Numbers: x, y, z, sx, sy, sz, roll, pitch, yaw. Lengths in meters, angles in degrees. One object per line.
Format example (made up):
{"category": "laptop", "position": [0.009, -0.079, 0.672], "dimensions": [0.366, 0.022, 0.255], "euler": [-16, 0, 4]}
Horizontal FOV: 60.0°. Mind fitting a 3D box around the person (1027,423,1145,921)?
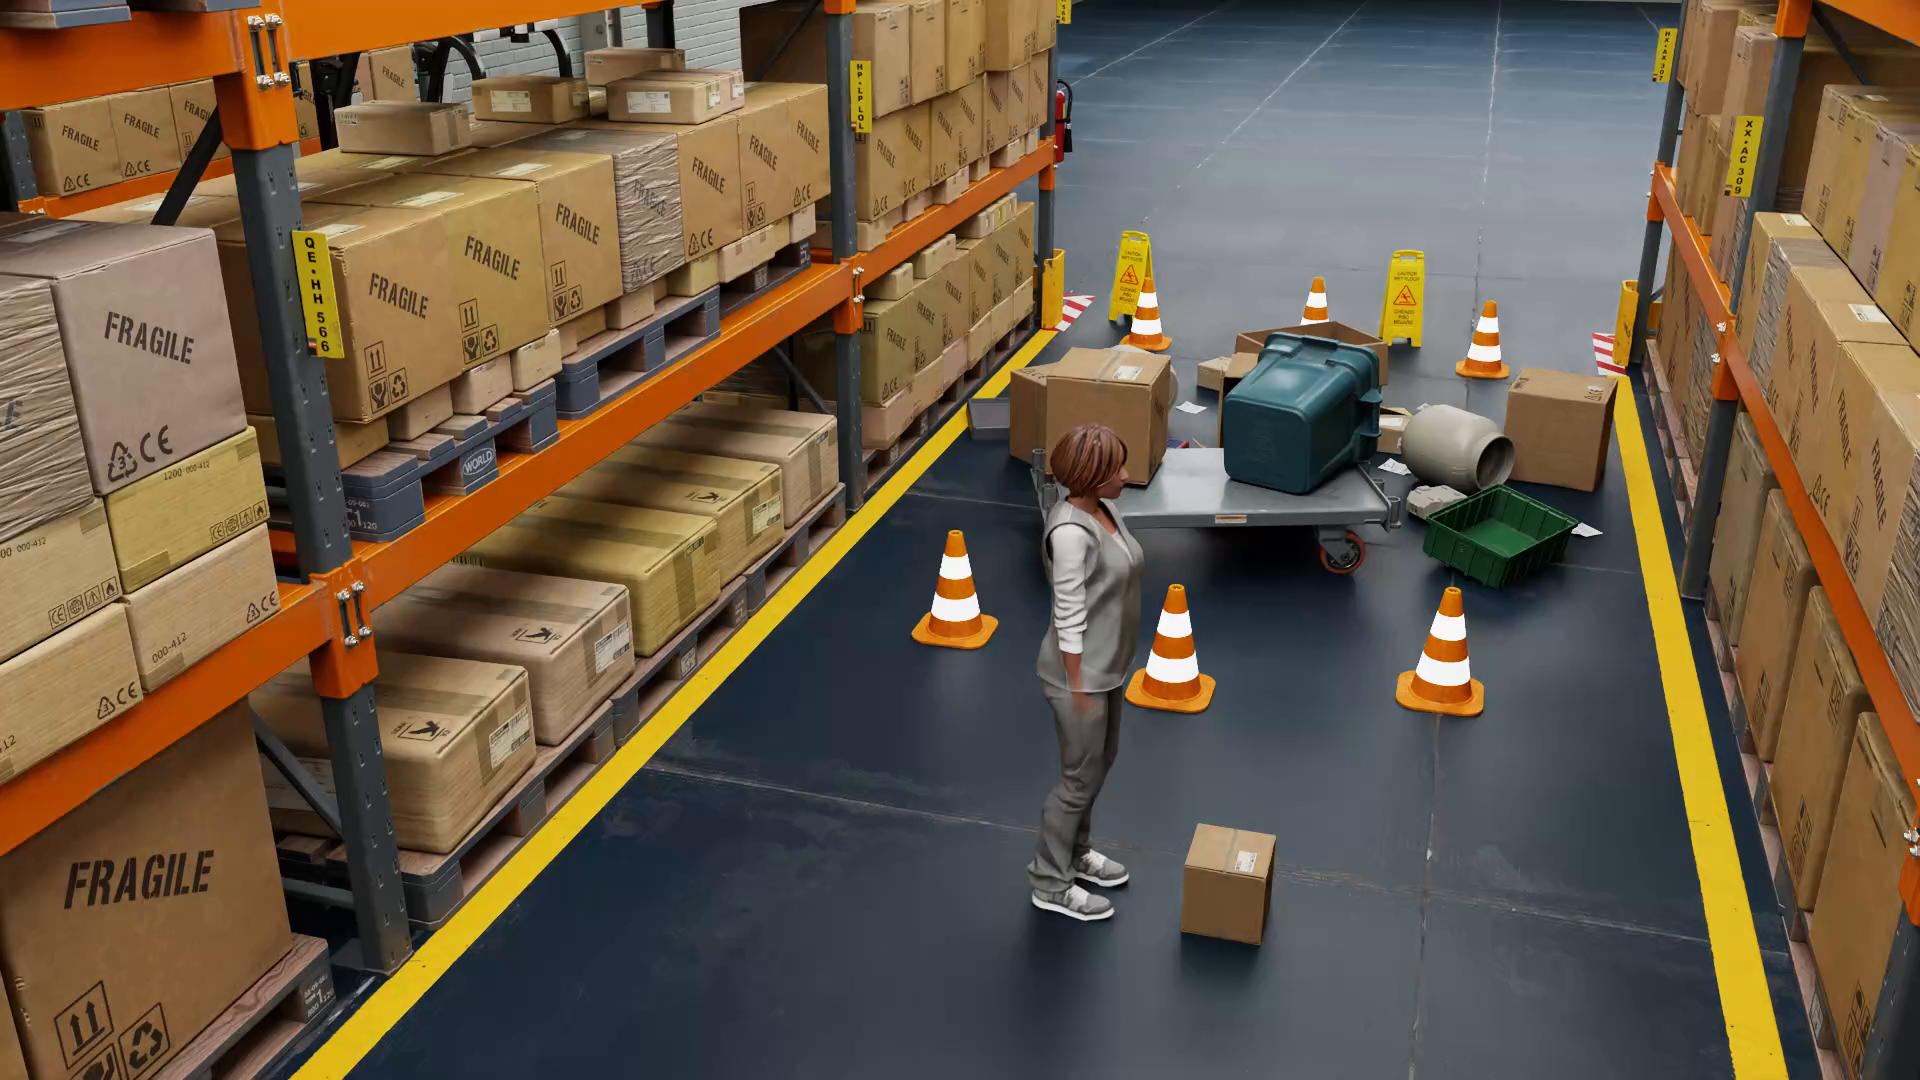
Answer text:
{"category": "person", "position": [0.391, 0.403, 5.124], "dimensions": [0.308, 1.596, 0.405], "euler": [7, 23, 17]}
